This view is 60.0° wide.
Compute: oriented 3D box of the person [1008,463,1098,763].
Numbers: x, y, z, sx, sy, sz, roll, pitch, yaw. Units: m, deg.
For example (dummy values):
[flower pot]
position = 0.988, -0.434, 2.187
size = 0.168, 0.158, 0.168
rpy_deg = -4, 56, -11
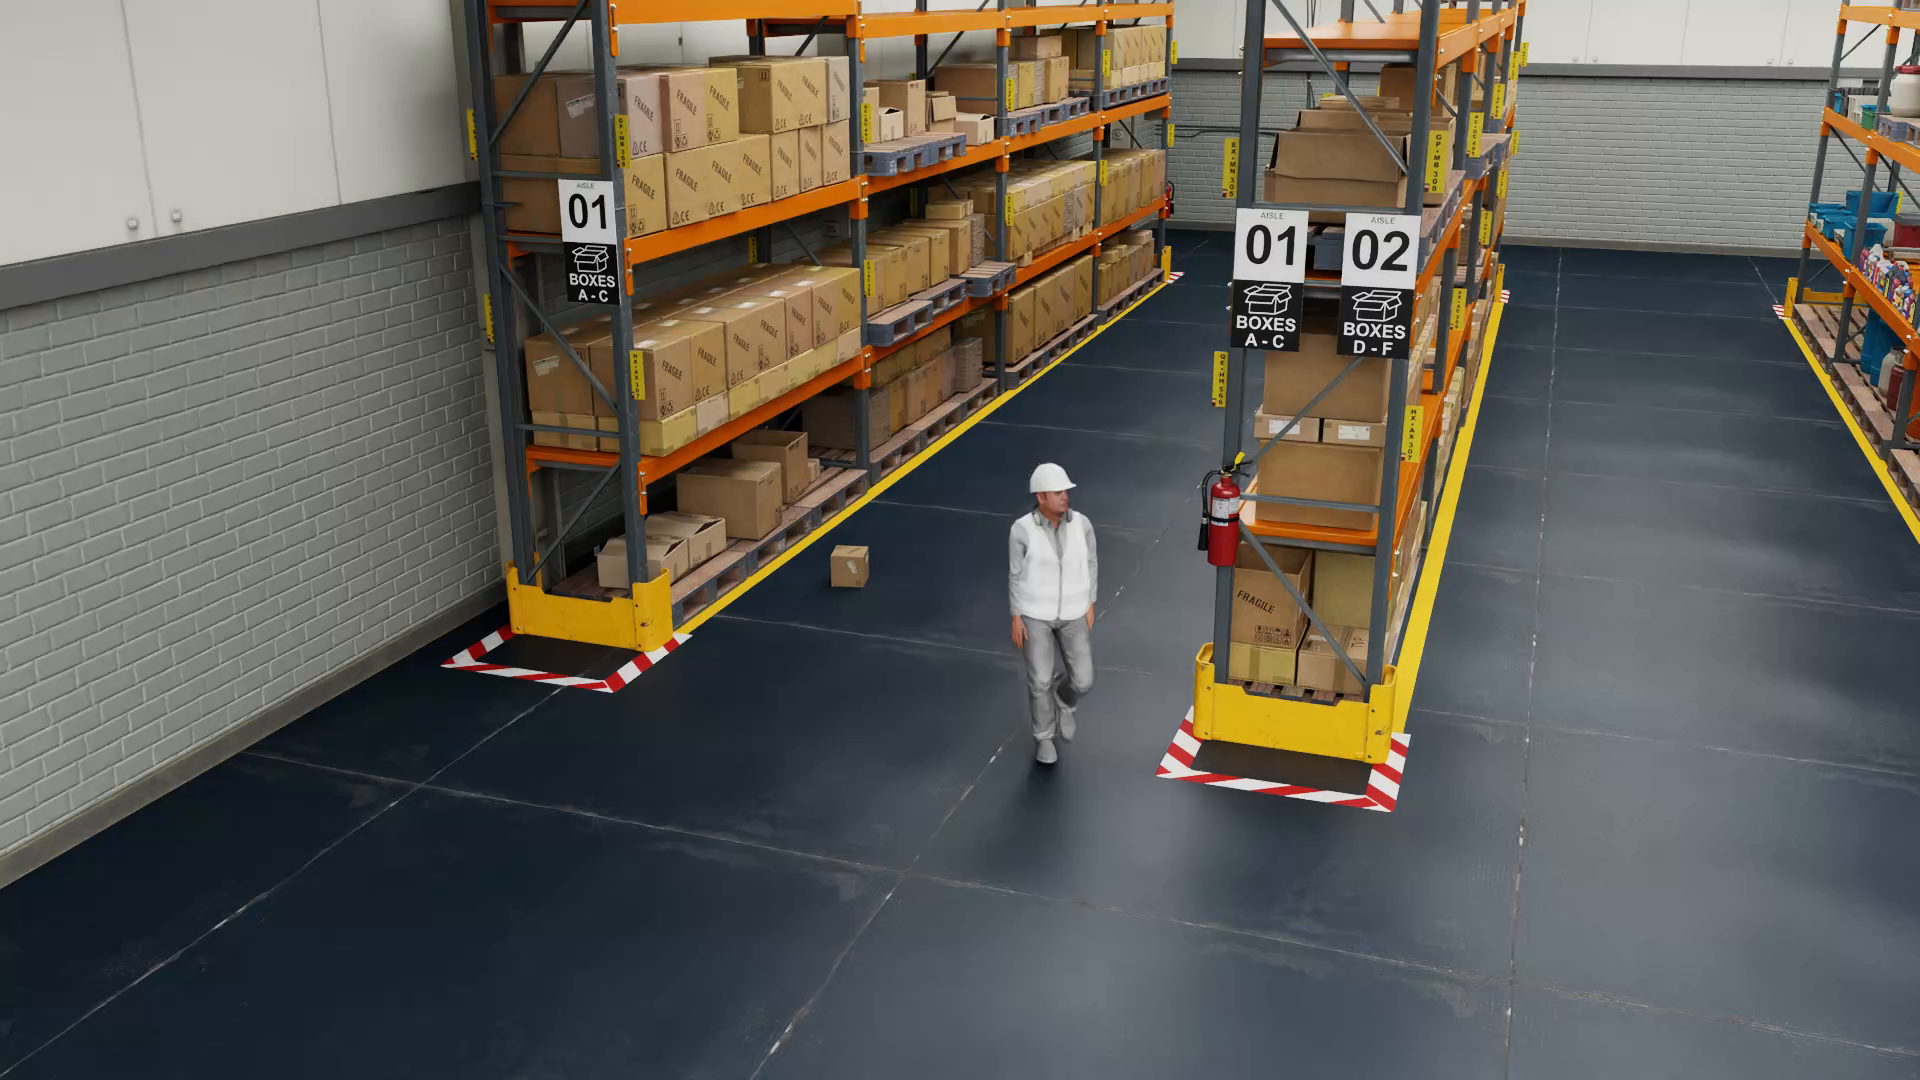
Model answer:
[person]
position = 0.546, 0.412, 9.702
size = 0.548, 1.762, 0.503
rpy_deg = -3, 19, -10
